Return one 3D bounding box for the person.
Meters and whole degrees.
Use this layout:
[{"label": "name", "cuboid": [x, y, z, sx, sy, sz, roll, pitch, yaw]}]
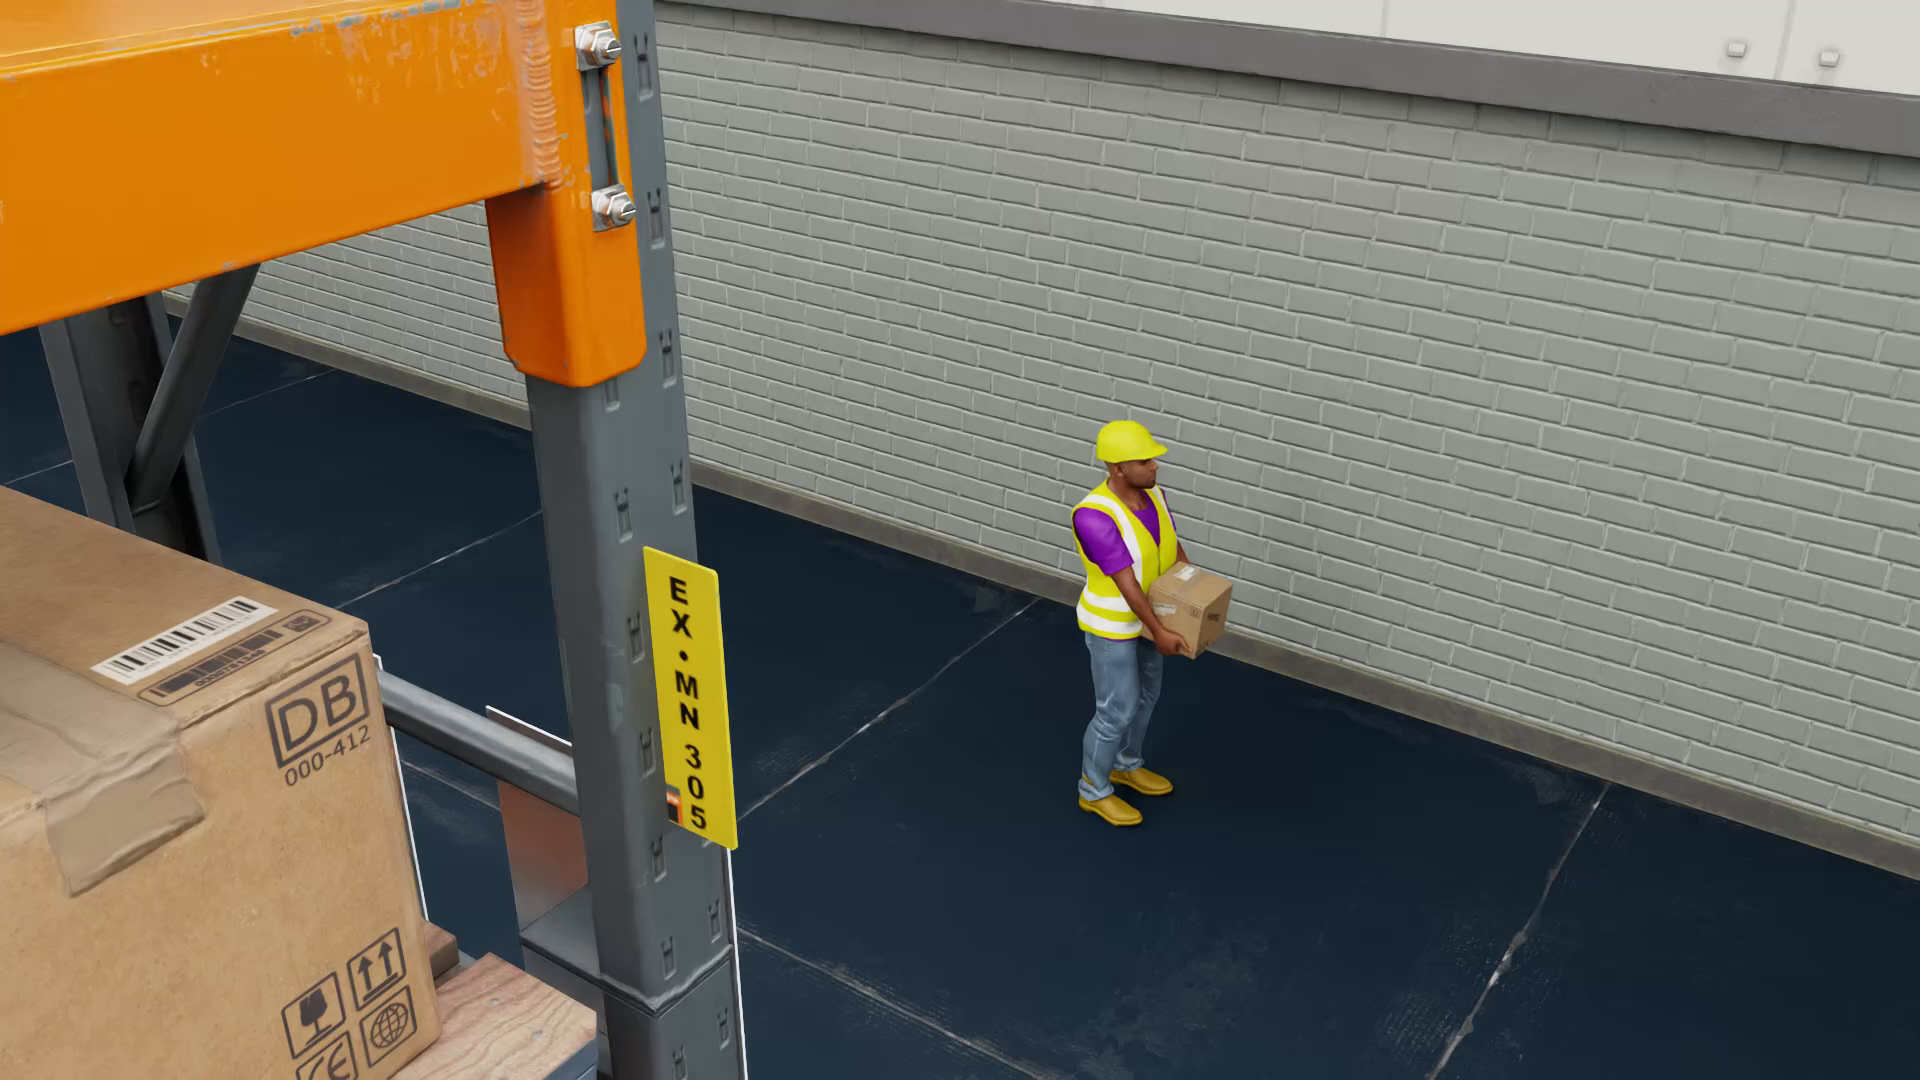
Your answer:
[{"label": "person", "cuboid": [0.774, 0.360, 6.882, 0.572, 1.761, 0.504, 18, 32, 31]}]
